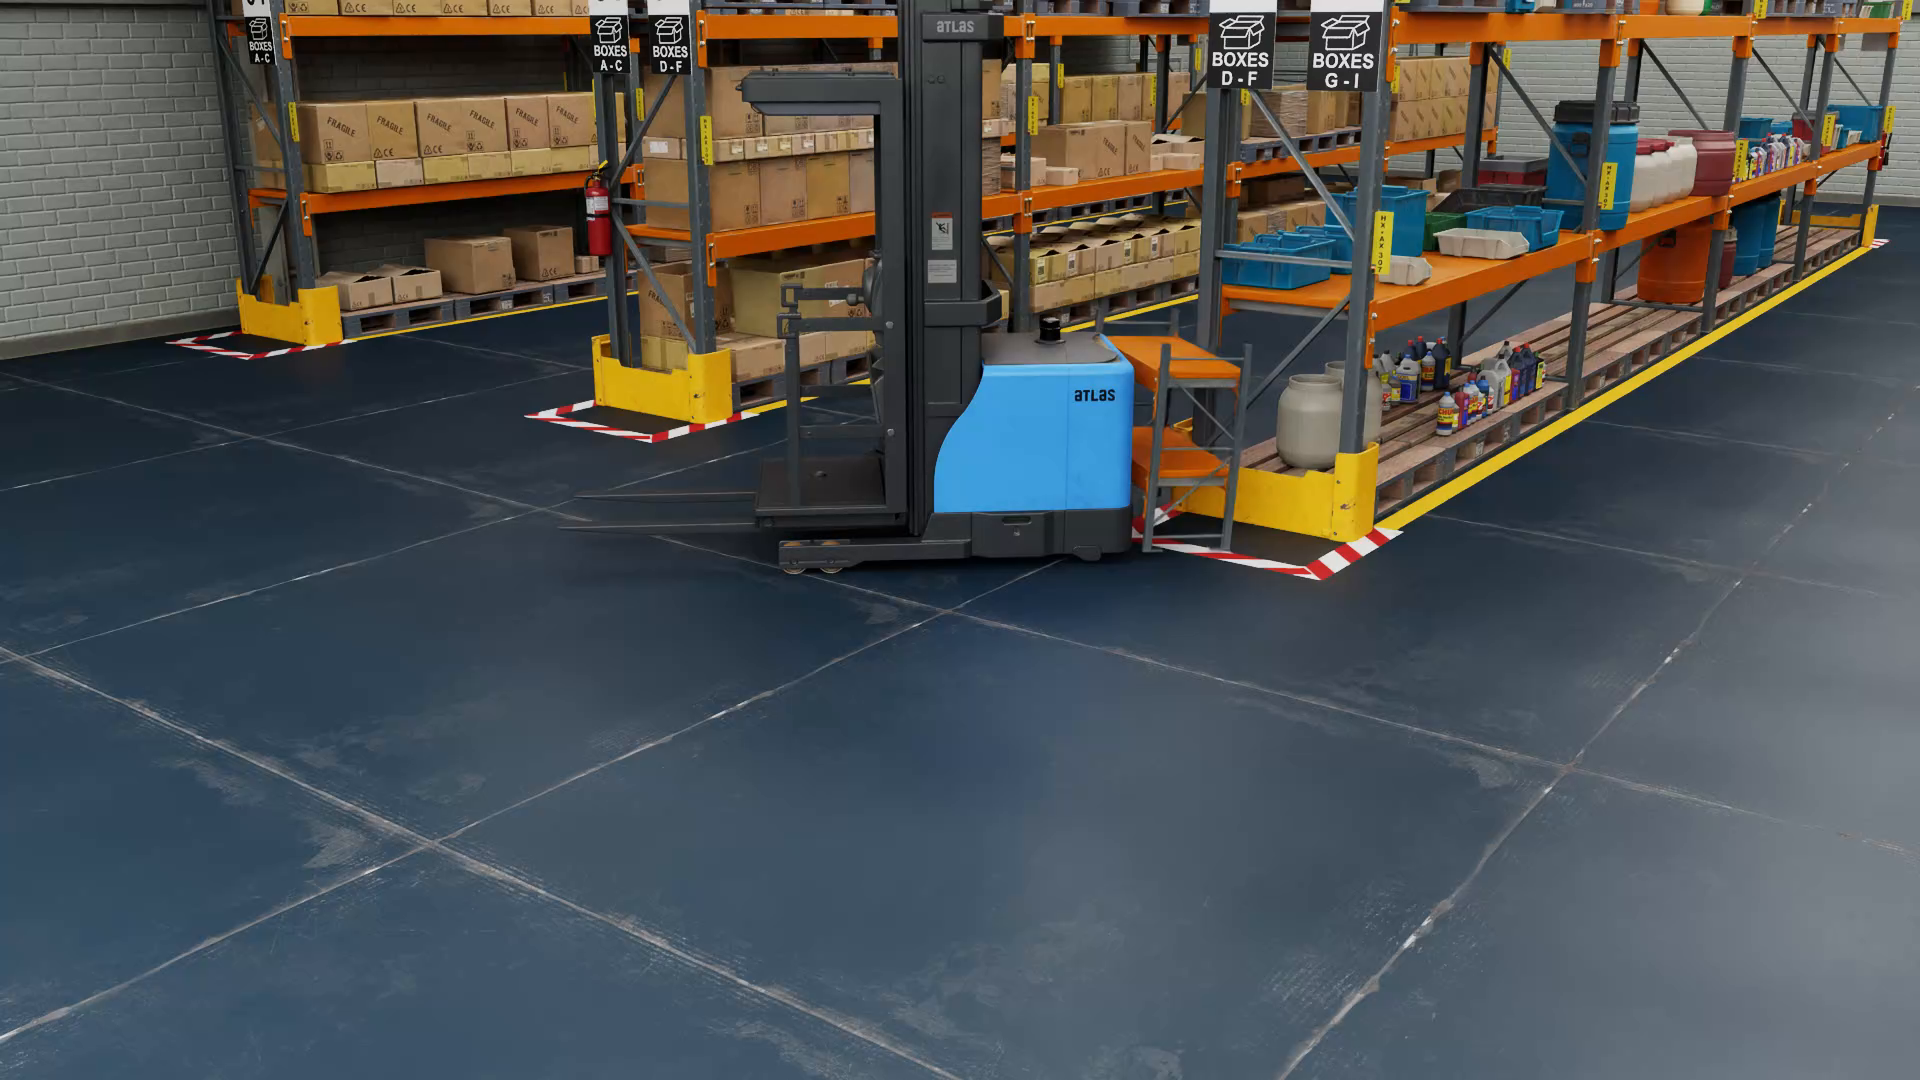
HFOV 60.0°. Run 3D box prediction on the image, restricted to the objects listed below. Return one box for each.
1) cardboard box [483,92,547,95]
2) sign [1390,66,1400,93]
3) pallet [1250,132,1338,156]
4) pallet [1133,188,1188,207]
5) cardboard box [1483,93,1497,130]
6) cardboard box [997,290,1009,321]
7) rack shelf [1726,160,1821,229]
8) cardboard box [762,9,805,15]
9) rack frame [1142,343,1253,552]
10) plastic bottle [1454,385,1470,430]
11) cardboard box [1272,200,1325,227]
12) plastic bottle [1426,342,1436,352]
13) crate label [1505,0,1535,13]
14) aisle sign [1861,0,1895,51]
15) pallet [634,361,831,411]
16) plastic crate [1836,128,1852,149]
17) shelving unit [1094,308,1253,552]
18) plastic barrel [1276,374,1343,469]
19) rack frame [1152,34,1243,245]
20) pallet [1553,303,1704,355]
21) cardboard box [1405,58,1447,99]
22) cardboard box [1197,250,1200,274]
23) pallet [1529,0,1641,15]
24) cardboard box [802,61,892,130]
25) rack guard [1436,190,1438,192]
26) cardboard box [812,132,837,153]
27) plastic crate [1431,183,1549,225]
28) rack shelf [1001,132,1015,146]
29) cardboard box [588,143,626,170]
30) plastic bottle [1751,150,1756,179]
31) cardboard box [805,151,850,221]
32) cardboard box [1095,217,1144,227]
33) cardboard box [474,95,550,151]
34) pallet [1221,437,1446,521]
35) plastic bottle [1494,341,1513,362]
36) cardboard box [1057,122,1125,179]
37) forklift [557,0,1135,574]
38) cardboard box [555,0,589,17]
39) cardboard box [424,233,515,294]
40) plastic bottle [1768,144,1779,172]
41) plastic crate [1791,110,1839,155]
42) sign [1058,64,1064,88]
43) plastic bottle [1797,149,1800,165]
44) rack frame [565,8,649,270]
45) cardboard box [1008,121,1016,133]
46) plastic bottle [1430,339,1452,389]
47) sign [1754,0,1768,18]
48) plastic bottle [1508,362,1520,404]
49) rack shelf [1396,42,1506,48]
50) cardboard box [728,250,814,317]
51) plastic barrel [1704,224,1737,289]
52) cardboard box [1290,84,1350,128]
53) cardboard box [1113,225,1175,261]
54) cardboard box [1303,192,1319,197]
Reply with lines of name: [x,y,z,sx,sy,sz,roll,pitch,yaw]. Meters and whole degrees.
cardboard box: [-4.548,-4.332,17.090,0.500,0.500,0.500,12,21,34]
sign: [5.406,-5.720,20.654,0.100,0.325,0.005,12,21,35]
pallet: [3.730,-4.684,19.593,1.003,0.211,1.213,12,21,35]
pallet: [2.948,-5.556,26.778,1.003,0.211,1.213,12,21,35]
cardboard box: [7.293,-6.110,23.693,0.500,0.500,0.500,13,22,36]
cardboard box: [0.091,-2.097,14.868,0.500,0.250,0.500,12,21,35]
rack shelf: [7.742,-3.568,16.890,1.077,0.370,4.000,12,21,35]
cardboard box: [-2.252,-6.385,19.482,0.797,0.503,0.637,16,24,42]
rack frame: [1.252,-0.481,8.797,0.500,1.125,0.032,-1,18,-15]
plastic bottle: [3.264,-0.870,10.827,0.061,0.283,0.133,13,21,36]
cardboard box: [3.993,-3.755,19.752,0.500,0.500,0.500,12,21,33]
plastic bottle: [3.455,-1.312,12.261,0.152,0.276,0.135,13,22,37]
crate label: [3.165,-3.279,9.938,0.502,0.251,0.408,12,21,35]
aisle sign: [11.596,-6.548,20.888,0.394,0.787,0.004,12,21,35]
pallet: [-1.770,-1.264,12.959,1.003,0.211,1.213,12,21,35]
plastic crate: [10.300,-4.755,19.680,0.416,0.233,0.300,12,21,35]
shelving unit: [1.121,-0.636,9.263,0.538,1.125,1.048,-1,18,-15]
plastic barrel: [2.115,-0.713,9.968,0.421,0.512,0.421,0,17,0]
rack frame: [2.575,-4.312,18.070,1.000,3.000,0.127,12,21,35]
pallet: [6.058,-1.926,15.090,1.003,0.211,1.213,12,21,35]
cardboard box: [6.079,-6.098,21.967,0.500,0.500,0.500,12,21,33]
cardboard box: [2.457,-3.031,17.874,0.500,0.250,0.500,13,21,36]
pallet: [3.816,-3.636,11.155,1.213,0.211,1.003,12,21,35]
cardboard box: [-0.965,-3.561,13.297,0.700,0.500,0.500,12,21,35]
rack guard: [7.296,-5.005,24.519,1.175,0.500,0.348,12,21,35]
cardboard box: [-1.171,-3.065,12.795,0.380,0.149,0.250,12,21,33]
plastic crate: [3.753,-2.351,11.861,0.767,0.338,0.504,12,21,35]
rack shelf: [-0.214,-5.319,22.527,1.077,0.370,4.000,12,21,35]
cardboard box: [-3.828,-4.005,17.302,0.500,0.250,0.500,12,21,35]
plastic bottle: [7.652,-3.640,16.124,0.097,0.271,0.097,0,17,0]
cardboard box: [-1.294,-2.806,13.054,0.700,0.500,0.500,13,21,35]
cardboard box: [1.721,-3.268,17.691,0.500,0.311,0.500,12,21,33]
cardboard box: [-4.424,-4.124,16.422,0.500,0.500,0.500,12,21,33]
pallet: [2.280,-0.417,10.232,1.003,0.211,1.213,12,21,35]
plastic bottle: [3.899,-1.249,11.933,0.144,0.351,0.185,12,21,35]
cardboard box: [1.275,-3.832,16.356,0.500,0.500,0.500,12,21,35]
forklift: [-0.628,-1.385,8.760,3.031,2.935,1.130,-1,17,-4]
cardboard box: [-3.893,-5.559,16.826,0.500,0.500,0.500,13,22,36]
cardboard box: [-4.871,-2.748,16.507,0.700,0.500,0.500,11,20,31]
plastic bottle: [8.222,-3.884,16.901,0.152,0.276,0.135,12,21,35]
plastic crate: [9.668,-4.616,18.841,0.402,0.464,0.583,12,21,35]
sign: [1.419,-6.560,23.493,0.100,0.325,0.005,12,21,35]
plastic bottle: [8.912,-4.110,17.756,0.097,0.201,0.097,0,17,0]
rack frame: [-3.789,-4.233,17.819,1.000,3.000,0.127,12,21,35]
cardboard box: [0.572,-5.707,22.952,0.380,0.149,0.250,12,21,35]
plastic bottle: [3.469,-1.283,12.044,0.144,0.351,0.185,12,21,35]
sign: [6.997,-4.723,14.512,0.100,0.325,0.005,12,21,35]
plastic bottle: [3.837,-1.099,11.565,0.061,0.283,0.133,14,22,38]
rack shelf: [6.150,-6.830,22.334,1.077,0.370,4.000,12,21,35]
cardboard box: [-1.527,-2.073,13.525,0.500,0.500,0.500,12,21,35]
plastic barrel: [7.502,-2.873,16.795,0.600,0.588,0.708,12,21,35]
cardboard box: [4.496,-5.439,20.825,0.700,0.500,0.500,5,18,16]
cardboard box: [1.853,-3.054,17.003,0.500,0.311,0.500,12,21,34]
cardboard box: [4.166,-4.080,20.796,0.500,0.500,0.500,13,21,35]
